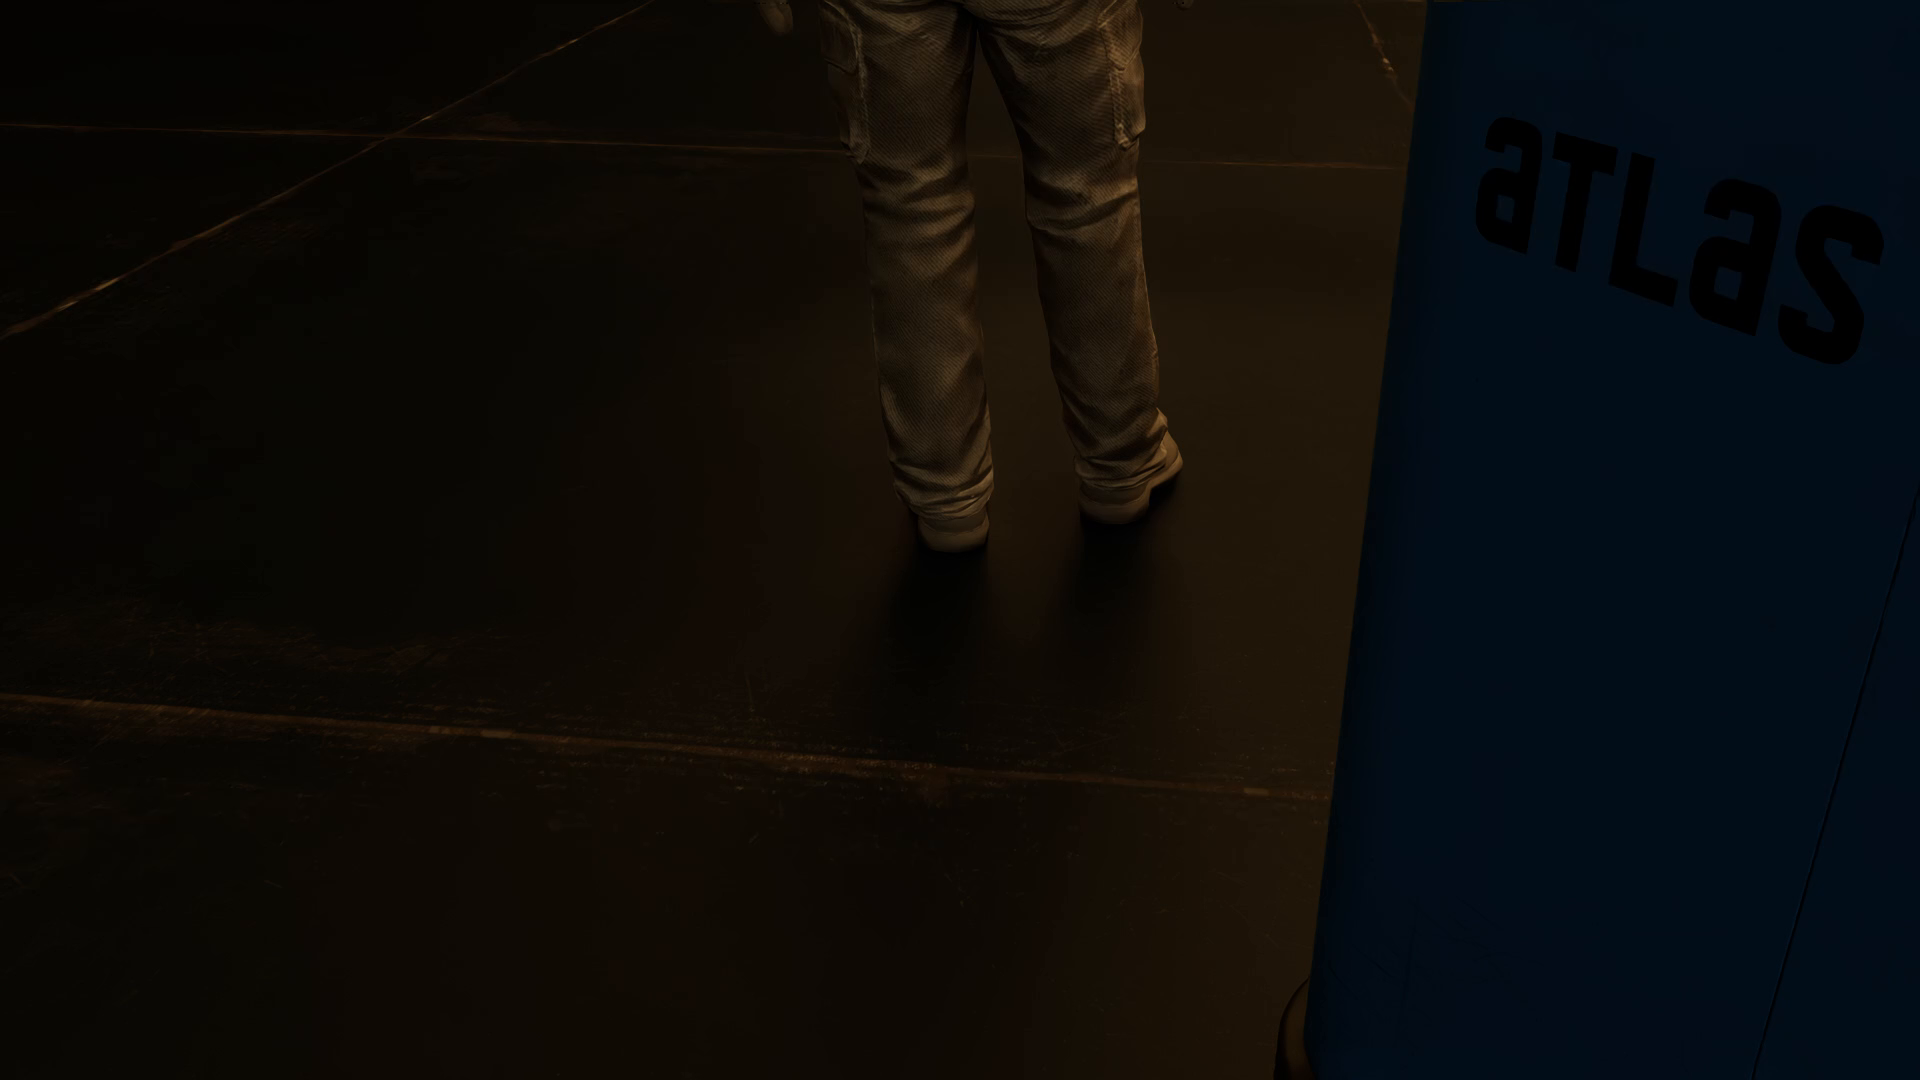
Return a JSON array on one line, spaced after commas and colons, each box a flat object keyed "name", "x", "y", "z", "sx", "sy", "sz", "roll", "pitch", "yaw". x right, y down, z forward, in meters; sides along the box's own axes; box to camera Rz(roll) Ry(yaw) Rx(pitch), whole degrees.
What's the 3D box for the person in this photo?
[{"name": "person", "x": 0.017, "y": -0.833, "z": 2.163, "sx": 0.656, "sy": 1.779, "sz": 0.575, "roll": 3, "pitch": 27, "yaw": 7}]
